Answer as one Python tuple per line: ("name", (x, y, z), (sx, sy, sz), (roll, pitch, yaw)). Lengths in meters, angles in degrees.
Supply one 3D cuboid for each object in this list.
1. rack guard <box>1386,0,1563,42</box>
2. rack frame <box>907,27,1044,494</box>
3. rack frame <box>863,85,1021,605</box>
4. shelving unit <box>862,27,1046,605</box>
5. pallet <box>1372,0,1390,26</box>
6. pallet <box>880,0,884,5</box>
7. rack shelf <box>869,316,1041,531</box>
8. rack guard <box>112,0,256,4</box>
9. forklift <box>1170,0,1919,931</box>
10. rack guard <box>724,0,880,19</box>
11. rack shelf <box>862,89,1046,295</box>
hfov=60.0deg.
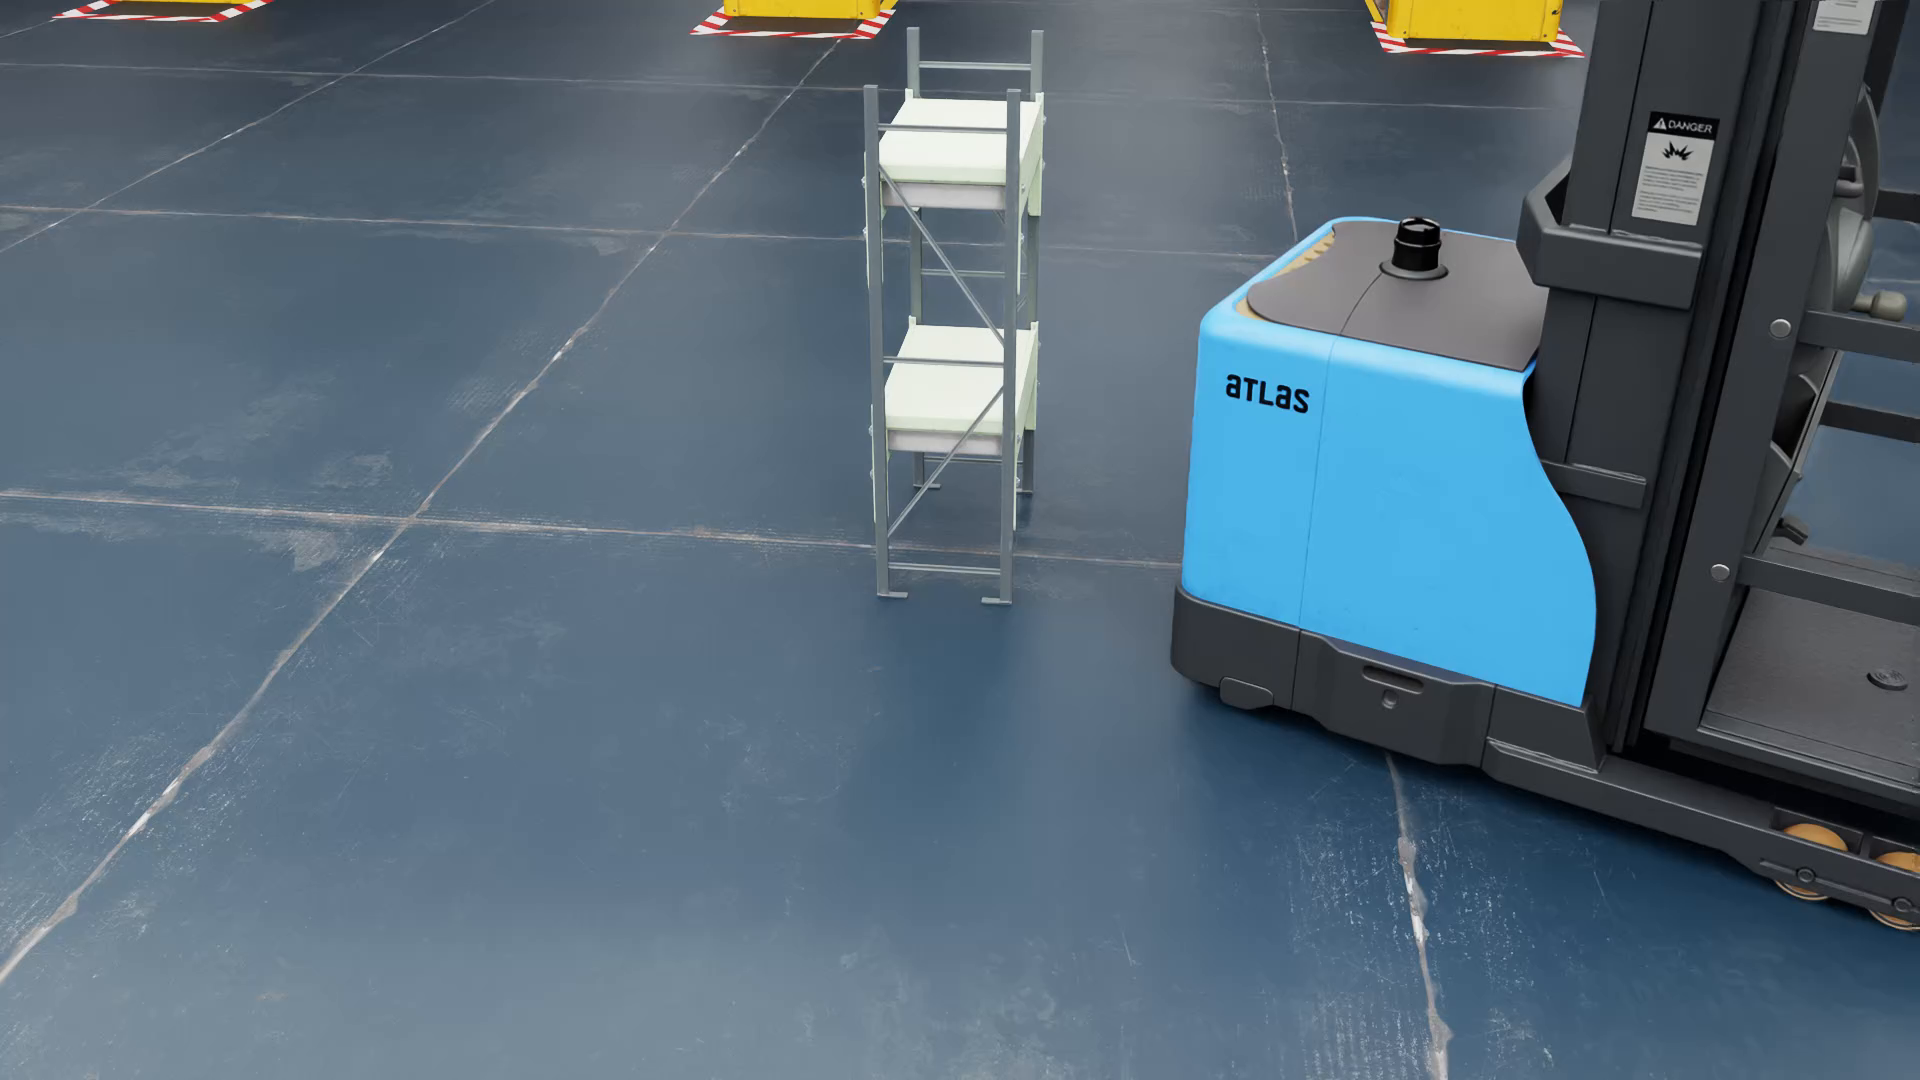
("rack guard", (3.692, -3.874, 11.915), (1.175, 0.500, 0.348), (3, 28, 6))
("rack frame", (0.044, -0.829, 5.208), (0.400, 1.500, 0.023), (3, 28, 6))
("rack frame", (-0.046, -0.485, 4.569), (0.400, 1.500, 0.023), (3, 28, 6))
("shelving unit", (-0.001, -0.657, 4.888), (0.431, 1.500, 0.755), (3, 28, 6))
("pallet", (3.715, -4.139, 12.711), (1.003, 0.211, 1.213), (3, 28, 6))
("pallet", (-1.071, -4.511, 13.400), (1.003, 0.211, 1.213), (3, 28, 6))
("rack shelf", (-0.001, -0.370, 5.043), (0.431, 0.370, 0.720), (3, 28, 6))
("rack guard", (-6.168, -4.548, 13.165), (1.175, 0.500, 0.348), (3, 28, 6))
("forklift", (2.095, -0.722, 3.499), (3.031, 2.935, 1.130), (16, 32, 27))
("rack guard", (-1.206, -4.257, 12.625), (1.175, 0.500, 0.348), (3, 28, 6))
("rack shelf", (-0.001, -1.001, 4.703), (0.431, 0.370, 0.720), (3, 28, 6))
